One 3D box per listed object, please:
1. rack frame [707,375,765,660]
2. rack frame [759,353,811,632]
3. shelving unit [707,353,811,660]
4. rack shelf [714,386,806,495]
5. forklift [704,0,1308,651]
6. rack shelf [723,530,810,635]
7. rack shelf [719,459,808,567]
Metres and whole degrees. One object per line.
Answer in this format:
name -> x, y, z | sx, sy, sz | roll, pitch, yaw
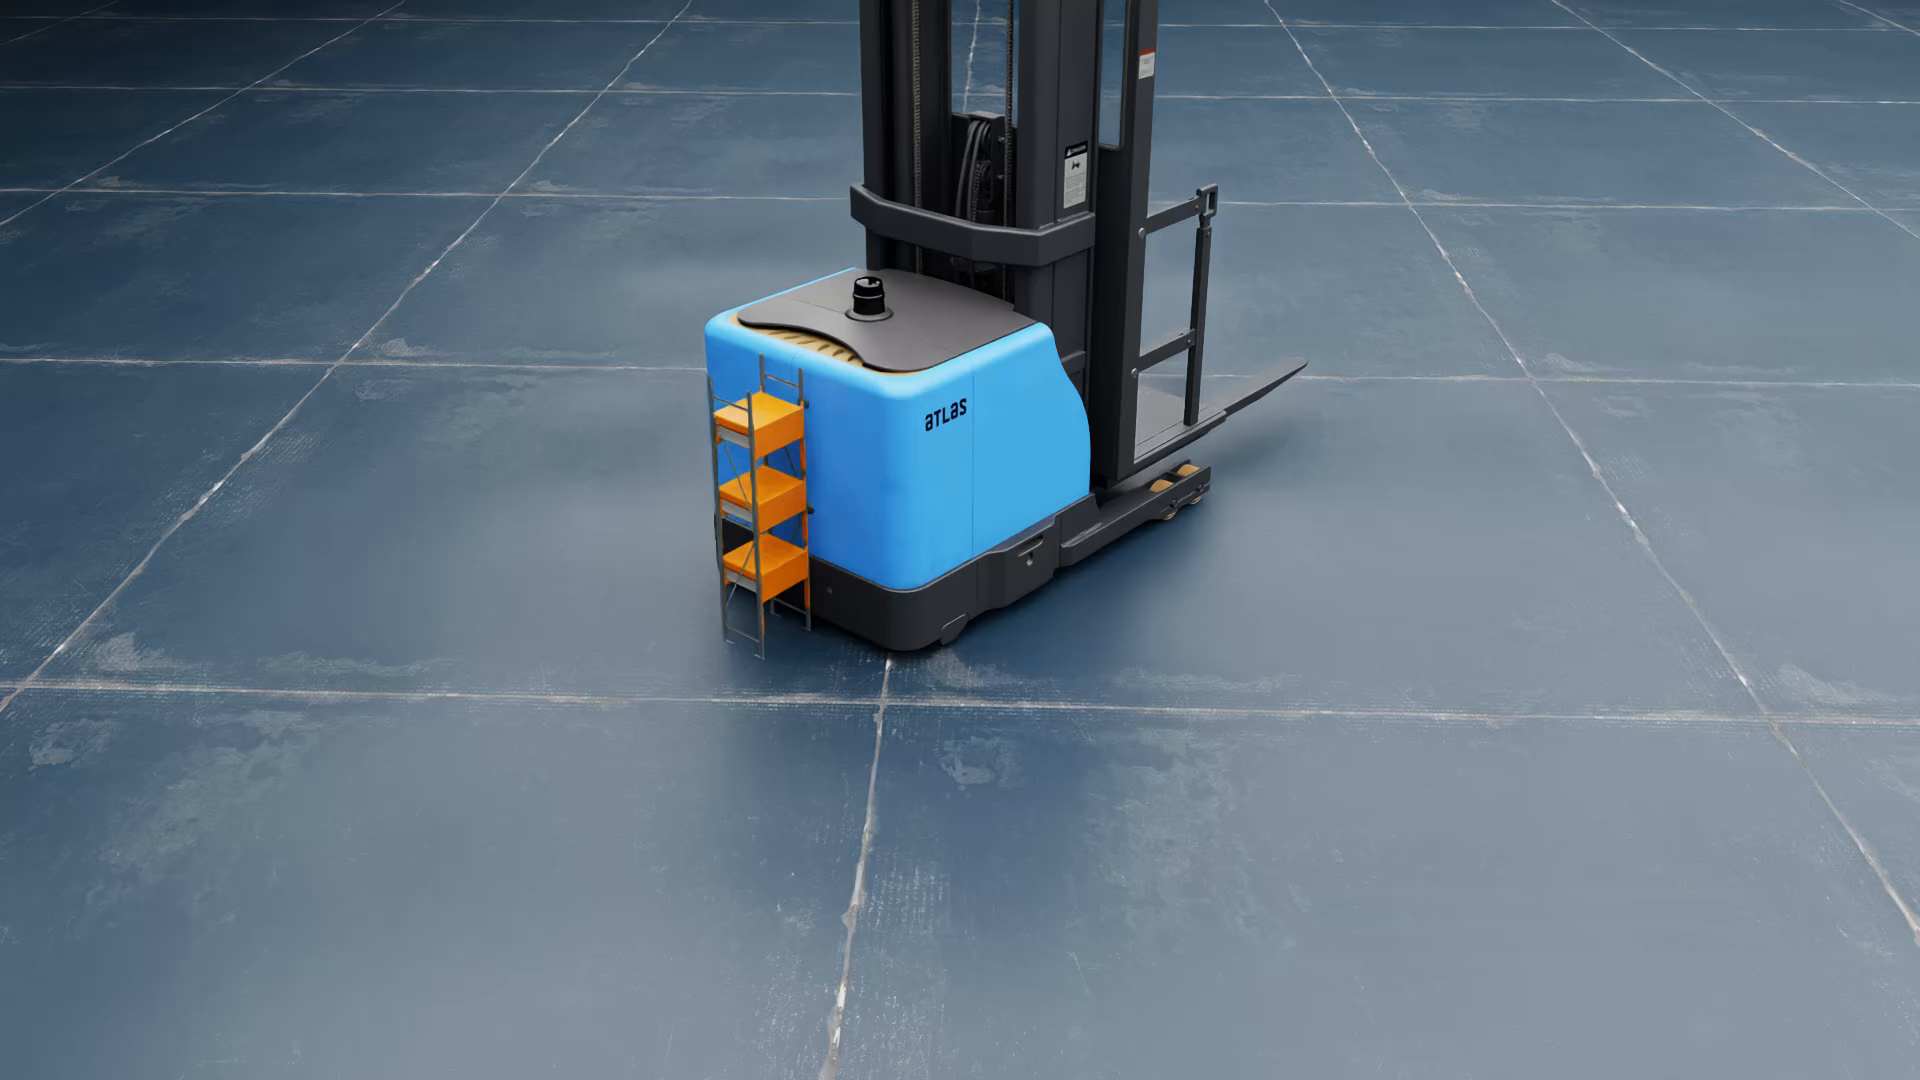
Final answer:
rack frame -> -0.769, -0.058, 5.731 | 0.200, 1.050, 0.008 | 22, 36, 32
rack frame -> -0.617, -0.151, 5.899 | 0.200, 1.050, 0.008 | 22, 36, 32
shelving unit -> -0.693, -0.105, 5.815 | 0.215, 1.050, 0.252 | 22, 36, 32
rack shelf -> -0.688, -0.342, 5.679 | 0.215, 0.259, 0.240 | 22, 36, 32
forklift -> 0.409, -1.516, 6.480 | 1.130, 2.935, 3.031 | 22, 35, 35
rack shelf -> -0.699, 0.146, 5.958 | 0.215, 0.259, 0.240 | 22, 36, 32
rack shelf -> -0.693, -0.096, 5.820 | 0.215, 0.259, 0.240 | 22, 36, 32
